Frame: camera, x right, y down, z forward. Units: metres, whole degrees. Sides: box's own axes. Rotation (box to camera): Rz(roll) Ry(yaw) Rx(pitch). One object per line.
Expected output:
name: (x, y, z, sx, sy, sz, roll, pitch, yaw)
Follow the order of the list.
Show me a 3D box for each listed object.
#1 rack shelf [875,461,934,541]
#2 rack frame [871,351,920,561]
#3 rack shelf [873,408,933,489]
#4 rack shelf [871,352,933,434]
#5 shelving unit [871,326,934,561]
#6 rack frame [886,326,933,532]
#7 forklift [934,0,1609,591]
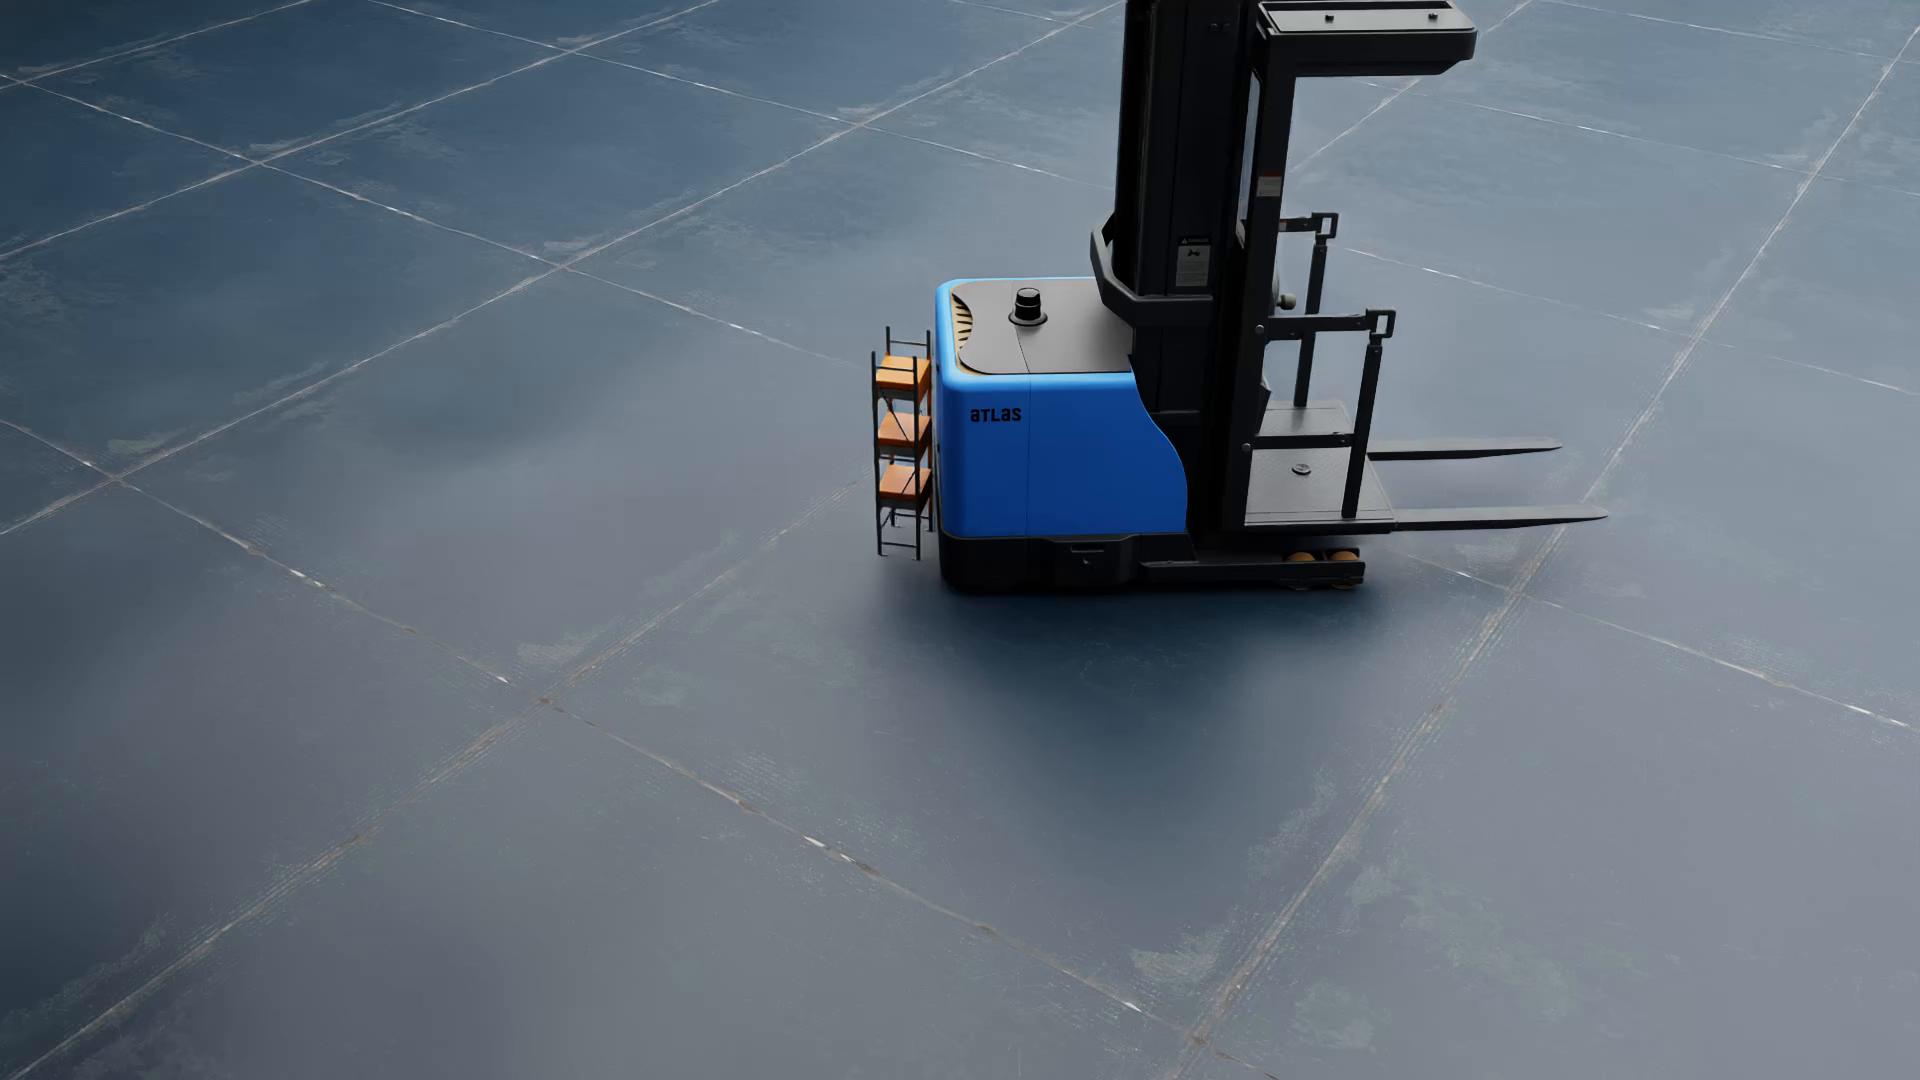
rack shelf: (-0.253, -0.181, 7.595, 0.215, 0.259, 0.240, 7, 35, 10)
rack frame: (-0.279, -0.353, 7.335, 0.200, 1.050, 0.008, 7, 35, 10)
rack shelf: (-0.253, -0.411, 7.439, 0.215, 0.259, 0.240, 7, 35, 10)
rack shelf: (-0.253, -0.646, 7.280, 0.215, 0.259, 0.240, 7, 35, 10)
shelving unit: (-0.253, -0.420, 7.433, 0.215, 1.050, 0.252, 7, 35, 10)
rack frame: (-0.226, -0.486, 7.532, 0.200, 1.050, 0.008, 7, 35, 10)
forklift: (1.409, -1.288, 7.038, 3.031, 2.935, 1.130, -1, 34, -2)
